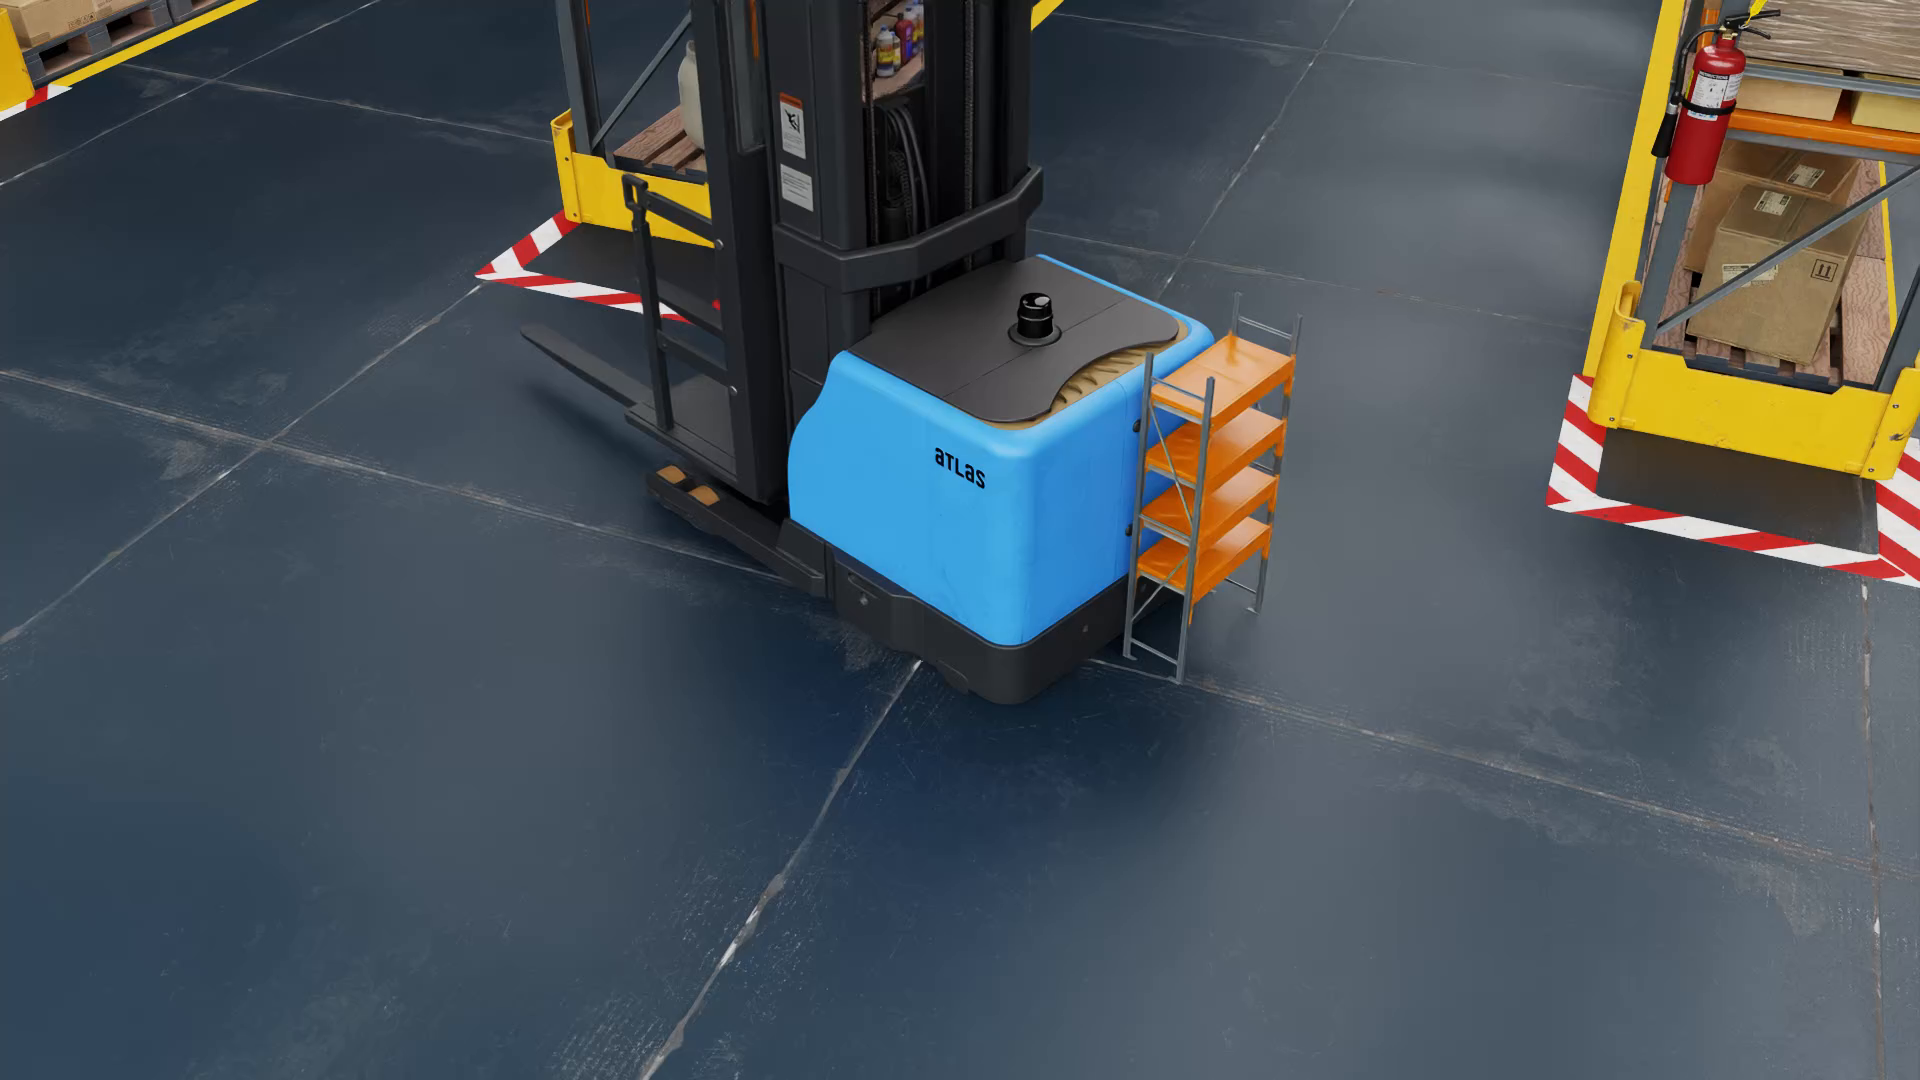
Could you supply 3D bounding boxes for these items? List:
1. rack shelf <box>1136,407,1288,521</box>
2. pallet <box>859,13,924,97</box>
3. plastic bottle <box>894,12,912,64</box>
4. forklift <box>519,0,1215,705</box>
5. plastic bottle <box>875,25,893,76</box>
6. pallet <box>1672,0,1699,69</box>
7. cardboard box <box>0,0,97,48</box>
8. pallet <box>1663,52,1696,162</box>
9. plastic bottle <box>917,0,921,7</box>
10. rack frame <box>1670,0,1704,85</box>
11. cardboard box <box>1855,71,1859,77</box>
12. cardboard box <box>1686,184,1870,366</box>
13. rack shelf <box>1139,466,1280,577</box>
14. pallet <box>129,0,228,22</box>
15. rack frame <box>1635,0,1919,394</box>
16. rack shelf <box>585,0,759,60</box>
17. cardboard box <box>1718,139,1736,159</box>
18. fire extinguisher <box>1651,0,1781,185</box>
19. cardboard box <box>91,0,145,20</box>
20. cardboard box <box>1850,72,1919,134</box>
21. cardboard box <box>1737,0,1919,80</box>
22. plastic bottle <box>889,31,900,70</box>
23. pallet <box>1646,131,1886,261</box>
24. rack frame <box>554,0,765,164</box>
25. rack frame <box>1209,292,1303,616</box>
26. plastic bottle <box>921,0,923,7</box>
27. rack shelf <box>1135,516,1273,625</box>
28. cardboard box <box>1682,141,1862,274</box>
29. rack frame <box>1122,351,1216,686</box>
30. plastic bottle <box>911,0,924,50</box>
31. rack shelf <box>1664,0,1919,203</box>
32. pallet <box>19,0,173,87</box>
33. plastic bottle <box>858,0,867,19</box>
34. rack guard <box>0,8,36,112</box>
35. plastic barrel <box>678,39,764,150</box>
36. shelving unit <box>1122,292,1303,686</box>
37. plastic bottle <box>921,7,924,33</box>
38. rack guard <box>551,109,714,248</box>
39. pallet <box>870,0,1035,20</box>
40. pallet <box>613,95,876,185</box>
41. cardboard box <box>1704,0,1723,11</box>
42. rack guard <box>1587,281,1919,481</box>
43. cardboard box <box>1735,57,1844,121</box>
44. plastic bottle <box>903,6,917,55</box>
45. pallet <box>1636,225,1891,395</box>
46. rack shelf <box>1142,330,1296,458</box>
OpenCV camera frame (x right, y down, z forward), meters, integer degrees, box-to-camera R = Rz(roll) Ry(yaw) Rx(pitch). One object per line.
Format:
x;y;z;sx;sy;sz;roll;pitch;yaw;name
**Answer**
0.813;-0.275;5.355;0.258;0.148;0.480;27;45;31;rack shelf
-0.641;-2.796;9.814;1.003;0.211;1.213;14;39;18;pallet
-0.325;-2.881;9.500;0.061;0.283;0.133;14;39;18;plastic bottle
-0.564;-1.410;5.688;3.031;2.935;1.130;30;46;34;forklift
-0.428;-2.755;9.341;0.097;0.271;0.097;0;37;0;plastic bottle
4.991;-3.139;10.274;1.003;0.211;1.213;14;39;18;pallet
-5.576;-3.182;9.947;0.500;0.250;0.500;14;39;18;cardboard box
4.473;-2.328;9.188;1.003;0.211;1.213;14;39;18;pallet
-0.223;-3.269;10.019;0.061;0.283;0.133;14;39;18;plastic bottle
4.696;-3.825;8.862;1.000;3.000;0.127;14;39;18;rack frame
3.616;-1.747;6.292;0.380;0.149;0.250;14;39;18;cardboard box
3.427;-1.119;6.979;0.500;0.500;0.500;21;42;26;cardboard box
0.813;-0.096;5.489;0.258;0.148;0.480;27;45;31;rack shelf
-5.268;-3.858;11.235;1.003;0.211;1.213;14;39;18;pallet
3.174;-1.610;5.899;1.000;3.000;0.127;14;39;18;rack frame
-0.645;-3.557;9.105;1.077;0.370;4.000;14;39;18;rack shelf
3.879;-1.800;7.890;0.500;0.500;0.500;18;40;22;cardboard box
2.704;-1.621;5.977;0.296;0.674;0.183;14;39;18;fire extinguisher
-5.389;-3.460;10.319;0.500;0.250;0.500;14;39;18;cardboard box
3.503;-1.613;6.112;0.380;0.149;0.250;14;39;18;cardboard box
3.409;-2.068;6.179;0.875;0.500;0.500;14;39;18;cardboard box
-0.389;-2.784;9.439;0.097;0.201;0.097;0;37;0;plastic bottle
4.011;-1.650;8.281;1.003;0.211;1.213;14;39;18;pallet
-1.406;-2.738;7.408;1.000;3.000;0.127;14;39;18;rack frame
0.972;-0.261;5.597;0.240;1.200;0.015;27;45;31;rack frame
-0.183;-3.112;9.819;0.097;0.271;0.097;0;37;0;plastic bottle
0.813;0.063;5.608;0.258;0.148;0.480;27;45;31;rack shelf
3.623;-1.458;7.432;0.500;0.500;0.500;25;43;29;cardboard box
0.655;-0.039;5.300;0.240;1.200;0.015;27;45;31;rack frame
-0.260;-3.000;9.669;0.097;0.271;0.097;0;37;0;plastic bottle
3.935;-2.429;7.595;1.077;0.370;4.000;14;39;18;rack shelf
-5.733;-3.185;10.334;1.003;0.211;1.213;14;39;18;pallet
-0.662;-3.326;10.102;0.152;0.276;0.135;14;39;18;plastic bottle
-5.995;-2.854;9.651;1.175;0.500;0.348;14;39;18;rack guard
-1.226;-2.292;8.538;0.421;0.512;0.421;0;37;0;plastic barrel
0.813;-0.150;5.448;0.258;1.200;0.503;27;45;31;shelving unit
-0.222;-3.027;9.764;0.097;0.201;0.097;0;37;0;plastic bottle
-1.421;-1.790;8.227;1.175;0.500;0.348;14;39;18;rack guard
-0.178;-3.474;10.721;1.003;0.211;1.213;14;39;18;pallet
-1.107;-2.123;8.914;1.003;0.211;1.213;14;39;18;pallet
3.488;-2.372;6.586;0.875;0.500;0.500;14;39;18;cardboard box
3.203;-0.651;6.703;1.175;0.500;0.348;14;39;18;rack guard
3.092;-1.714;6.248;0.380;0.149;0.250;14;39;18;cardboard box
-0.298;-2.944;9.595;0.097;0.271;0.097;0;37;0;plastic bottle
3.545;-0.977;7.381;1.003;0.211;1.213;14;39;18;pallet
0.813;-0.465;5.213;0.258;0.148;0.480;27;45;31;rack shelf
